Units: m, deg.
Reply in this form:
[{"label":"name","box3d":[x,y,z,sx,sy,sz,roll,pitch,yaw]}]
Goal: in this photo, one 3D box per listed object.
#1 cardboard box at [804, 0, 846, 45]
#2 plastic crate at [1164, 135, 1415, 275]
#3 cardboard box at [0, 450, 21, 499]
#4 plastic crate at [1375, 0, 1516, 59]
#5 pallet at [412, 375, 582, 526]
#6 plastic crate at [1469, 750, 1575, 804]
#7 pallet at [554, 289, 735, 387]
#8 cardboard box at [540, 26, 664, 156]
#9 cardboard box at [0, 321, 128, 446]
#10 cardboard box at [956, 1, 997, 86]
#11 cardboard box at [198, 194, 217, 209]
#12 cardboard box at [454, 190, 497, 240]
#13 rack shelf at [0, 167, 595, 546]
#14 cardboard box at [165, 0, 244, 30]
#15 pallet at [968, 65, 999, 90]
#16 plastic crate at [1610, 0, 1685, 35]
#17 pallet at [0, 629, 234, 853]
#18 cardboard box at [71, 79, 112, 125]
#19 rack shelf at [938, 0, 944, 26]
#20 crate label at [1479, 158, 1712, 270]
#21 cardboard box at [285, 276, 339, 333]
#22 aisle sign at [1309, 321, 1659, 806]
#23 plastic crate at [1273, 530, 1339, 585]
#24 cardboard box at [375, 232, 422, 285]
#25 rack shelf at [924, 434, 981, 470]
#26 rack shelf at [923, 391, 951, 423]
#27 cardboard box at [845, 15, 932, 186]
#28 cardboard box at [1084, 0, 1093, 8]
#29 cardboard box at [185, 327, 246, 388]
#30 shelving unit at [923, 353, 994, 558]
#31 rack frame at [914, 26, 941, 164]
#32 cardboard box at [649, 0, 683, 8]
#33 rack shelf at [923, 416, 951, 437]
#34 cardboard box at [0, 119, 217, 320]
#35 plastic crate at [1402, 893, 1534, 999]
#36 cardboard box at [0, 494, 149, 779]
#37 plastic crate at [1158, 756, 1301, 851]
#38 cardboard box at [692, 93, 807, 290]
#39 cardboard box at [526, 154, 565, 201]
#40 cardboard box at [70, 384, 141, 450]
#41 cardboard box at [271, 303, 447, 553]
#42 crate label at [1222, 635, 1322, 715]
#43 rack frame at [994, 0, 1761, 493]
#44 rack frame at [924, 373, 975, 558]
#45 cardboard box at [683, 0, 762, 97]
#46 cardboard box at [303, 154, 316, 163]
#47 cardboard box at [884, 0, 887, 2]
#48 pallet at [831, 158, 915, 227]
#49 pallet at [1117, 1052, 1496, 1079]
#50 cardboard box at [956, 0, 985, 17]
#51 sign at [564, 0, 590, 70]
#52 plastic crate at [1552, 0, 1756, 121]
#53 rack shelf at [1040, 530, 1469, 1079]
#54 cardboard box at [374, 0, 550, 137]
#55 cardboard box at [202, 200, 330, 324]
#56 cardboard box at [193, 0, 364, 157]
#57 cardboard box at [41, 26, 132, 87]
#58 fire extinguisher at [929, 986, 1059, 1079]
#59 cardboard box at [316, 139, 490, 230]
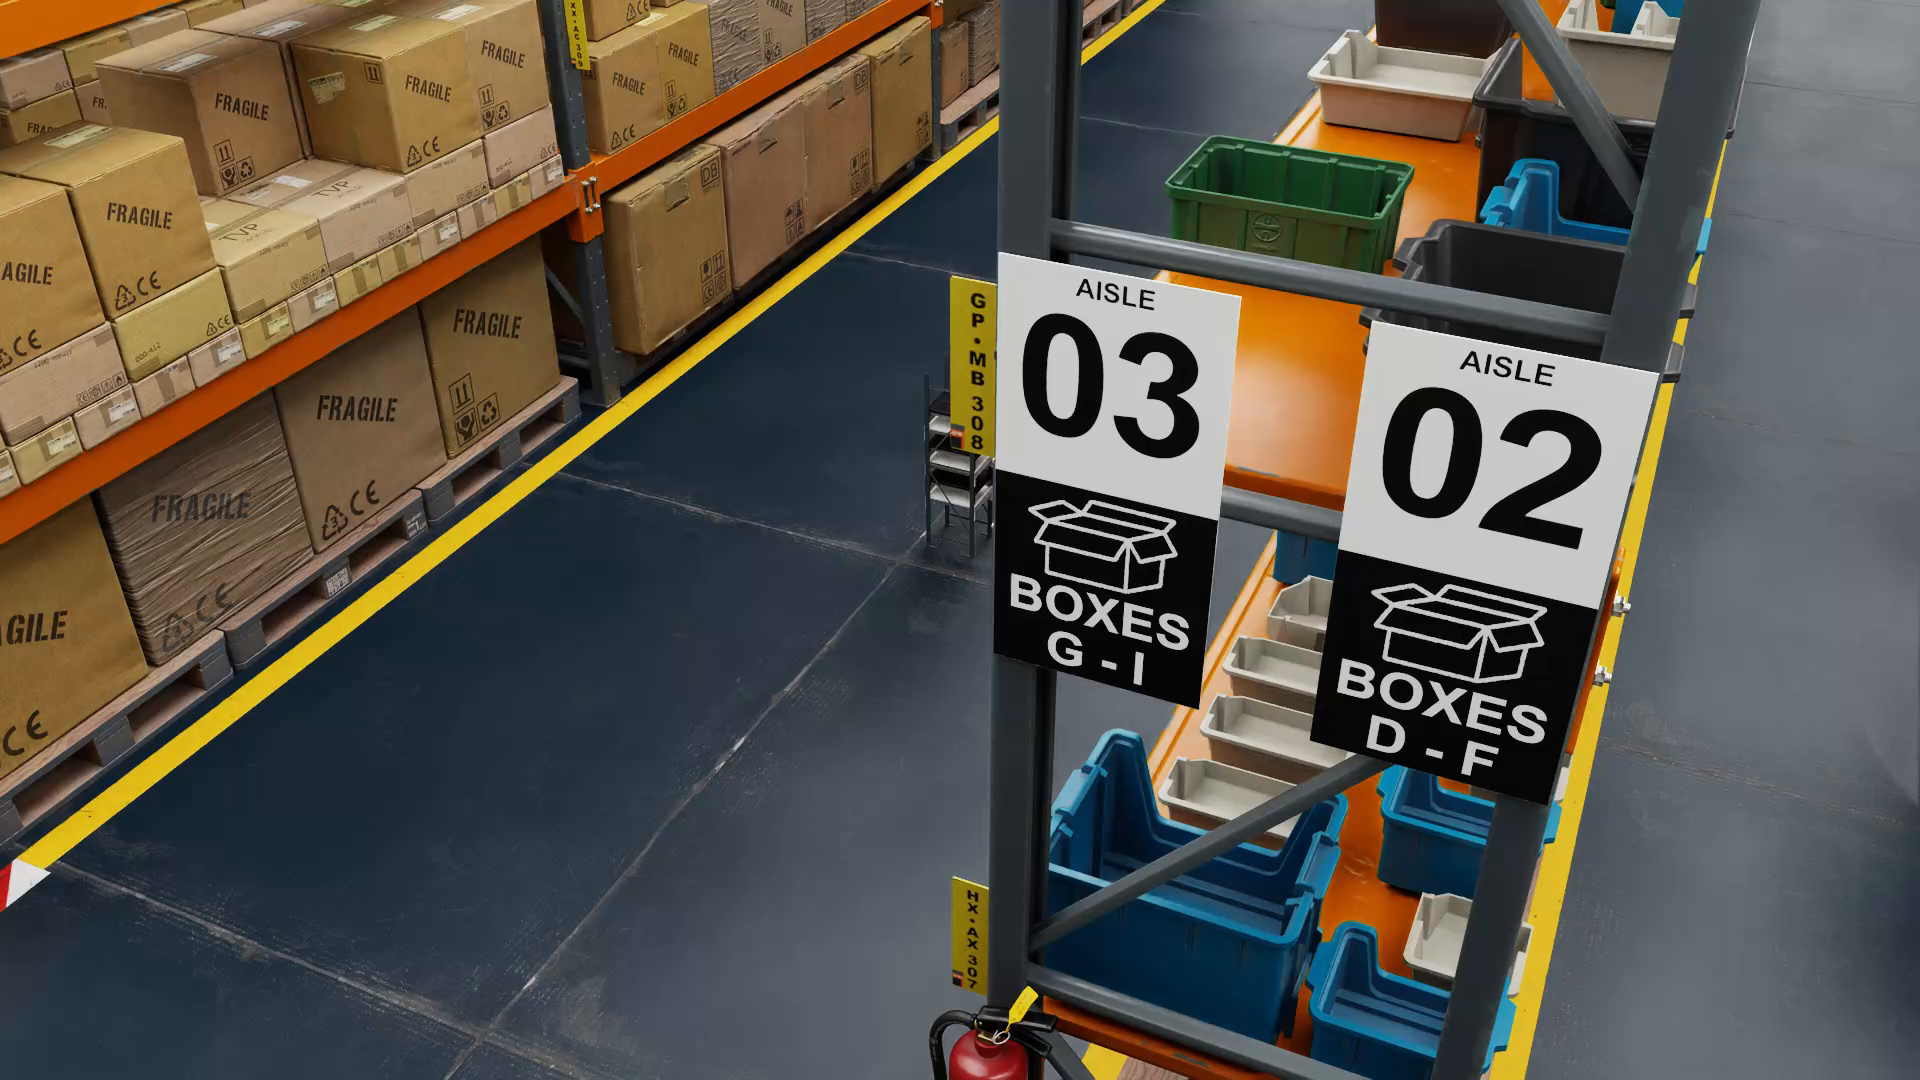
[{"label":"cardboard box","box3d":[-1.025,-3.313,9.975,0.500,0.500,0.500,13,35,19]},{"label":"plastic crate","box3d":[0.690,-0.682,3.512,0.450,0.188,0.336,14,36,20]},{"label":"cardboard box","box3d":[-3.408,-0.220,5.579,0.380,0.149,0.250,14,36,20]},{"label":"plastic crate","box3d":[1.441,-1.595,4.831,0.497,0.269,0.590,14,36,20]},{"label":"pallet","box3d":[-2.678,-0.561,8.413,1.003,0.211,1.213,14,36,20]},{"label":"plastic crate","box3d":[1.432,0.600,4.285,0.250,0.136,0.298,14,36,20]},{"label":"pallet","box3d":[-2.034,-1.323,9.575,1.003,0.211,1.213,14,36,20]},{"label":"cardboard box","box3d":[-1.869,-2.301,8.433,0.500,0.500,0.500,14,36,21]},{"label":"cardboard box","box3d":[-3.305,-0.595,5.787,0.500,0.250,0.500,14,36,20]},{"label":"cardboard box","box3d":[-0.133,-3.836,12.743,0.700,0.500,0.500,11,35,17]},{"label":"cardboard box","box3d":[-3.361,-1.226,6.749,0.500,0.250,0.500,14,36,21]},{"label":"cardboard box","box3d":[-2.334,-1.500,7.531,0.380,0.149,0.250,14,36,20]},{"label":"rack shelf","box3d":[-3.126,-0.791,6.877,1.077,0.370,4.000,14,36,20]},{"label":"cardboard box","box3d":[-5.554,-3.808,12.034,0.500,0.250,0.500,15,36,22]},{"label":"pallet","box3d":[0.225,-3.908,13.518,1.003,0.211,1.213,14,36,20]},{"label":"plastic crate","box3d":[2.119,-1.609,4.886,0.416,0.233,0.300,14,36,20]},{"label":"pallet","box3d":[-3.699,0.654,6.560,1.003,0.211,1.213,14,36,20]},{"label":"cardboard box","box3d":[-5.982,-2.977,11.452,0.500,0.500,0.500,16,36,23]},{"label":"rack shelf","box3d":[0.221,-4.775,12.953,1.077,0.370,4.000,14,36,20]},{"label":"crate label","box3d":[1.216,-0.537,3.233,0.408,0.251,0.502,14,36,20]},{"label":"cardboard box","box3d":[-2.764,-0.989,6.752,0.380,0.149,0.250,15,36,21]},{"label":"aisle sign","box3d":[0.776,0.058,2.556,0.394,0.787,0.004,14,36,20]},{"label":"plastic crate","box3d":[1.163,0.004,5.106,0.416,0.233,0.300,14,36,20]},{"label":"cardboard box","box3d":[-2.549,-1.243,7.139,0.380,0.149,0.250,15,36,21]},{"label":"rack shelf","box3d":[-0.003,-0.420,7.466,0.258,0.077,0.200,14,36,20]},{"label":"rack shelf","box3d":[-0.003,-0.570,7.367,0.258,0.077,0.200,14,36,20]},{"label":"cardboard box","box3d":[-0.923,-3.028,11.187,1.225,0.875,0.875,13,35,18]},{"label":"cardboard box","box3d":[0.782,-4.910,14.381,0.700,0.500,0.500,11,35,17]},{"label":"cardboard box","box3d":[-2.978,-0.733,6.361,0.380,0.149,0.250,14,36,20]},{"label":"shelving unit","box3d":[-0.003,-0.372,7.497,0.258,0.900,0.210,14,36,20]},{"label":"rack frame","box3d":[-0.615,-4.080,11.237,1.000,3.000,0.127,14,36,20]},{"label":"cardboard box","box3d":[-1.731,-3.208,8.901,0.797,0.503,0.637,15,36,21]},{"label":"rack shelf","box3d":[-0.003,-0.495,7.417,0.258,0.077,0.200,14,36,20]},{"label":"cardboard box","box3d":[-3.096,-1.156,5.960,0.500,0.500,0.500,13,35,19]},{"label":"plastic crate","box3d":[1.148,0.938,3.770,0.250,0.136,0.298,14,36,20]},{"label":"cardboard box","box3d":[-3.767,0.280,6.142,0.875,0.875,0.875,14,36,20]},{"label":"plastic crate","box3d":[0.713,0.678,4.166,0.396,0.136,0.243,14,36,20]},{"label":"cardboard box","box3d":[-1.666,-2.143,9.838,1.225,0.875,0.875,13,35,19]},{"label":"cardboard box","box3d":[-2.119,-1.756,7.921,0.380,0.149,0.250,14,36,21]},{"label":"cardboard box","box3d":[-3.193,-0.477,5.972,0.380,0.149,0.250,14,36,20]},{"label":"cardboard box","box3d":[-3.014,-0.616,7.509,0.875,0.875,0.875,14,36,20]},{"label":"crate label","box3d":[0.942,0.393,4.601,0.396,0.136,0.243,14,36,20]},{"label":"rack frame","box3d":[0.536,-1.468,1.782,1.000,3.000,0.127,14,36,20]},{"label":"rack frame","box3d":[-0.046,-0.322,7.420,0.240,0.900,0.006,14,36,20]},{"label":"cardboard box","box3d":[-1.450,-2.801,9.195,0.500,0.500,0.500,13,36,19]},{"label":"cardboard box","box3d":[-2.936,-1.729,7.517,0.500,0.250,0.500,14,36,20]},{"label":"cardboard box","box3d":[-0.597,-3.819,10.748,0.500,0.500,0.500,15,36,22]},{"label":"pallet","box3d":[-1.014,-2.538,11.429,1.003,0.211,1.213,14,36,20]},{"label":"pallet","box3d":[0.917,1.805,4.805,1.003,0.211,1.213,14,36,20]},{"label":"cardboard box","box3d":[-0.150,-4.139,12.522,0.500,0.250,0.500,18,37,26]},{"label":"sign","box3d":[-1.784,-2.356,7.746,0.100,0.325,0.005,14,36,20]},{"label":"plastic crate","box3d":[1.744,-1.197,4.213,0.437,0.282,0.530,14,36,20]},{"label":"rack shelf","box3d":[1.373,0.345,5.144,1.077,0.370,4.000,14,36,20]},{"label":"cardboard box","box3d":[-2.238,-2.173,7.510,0.500,0.500,0.500,15,36,22]},{"label":"cardboard box","box3d":[-2.878,-1.105,6.566,0.500,0.250,0.500,13,36,20]},{"label":"cardboard box","box3d":[-2.934,-2.040,7.307,0.500,0.500,0.500,14,36,20]},{"label":"cardboard box","box3d":[-5.982,-3.293,11.249,0.500,0.250,0.500,15,36,22]},{"label":"fire extinguisher","box3d":[0.060,1.200,3.595,0.296,0.674,0.183,14,36,20]},{"label":"cardboard box","box3d":[-2.449,-1.611,7.337,0.500,0.250,0.500,15,36,22]}]
